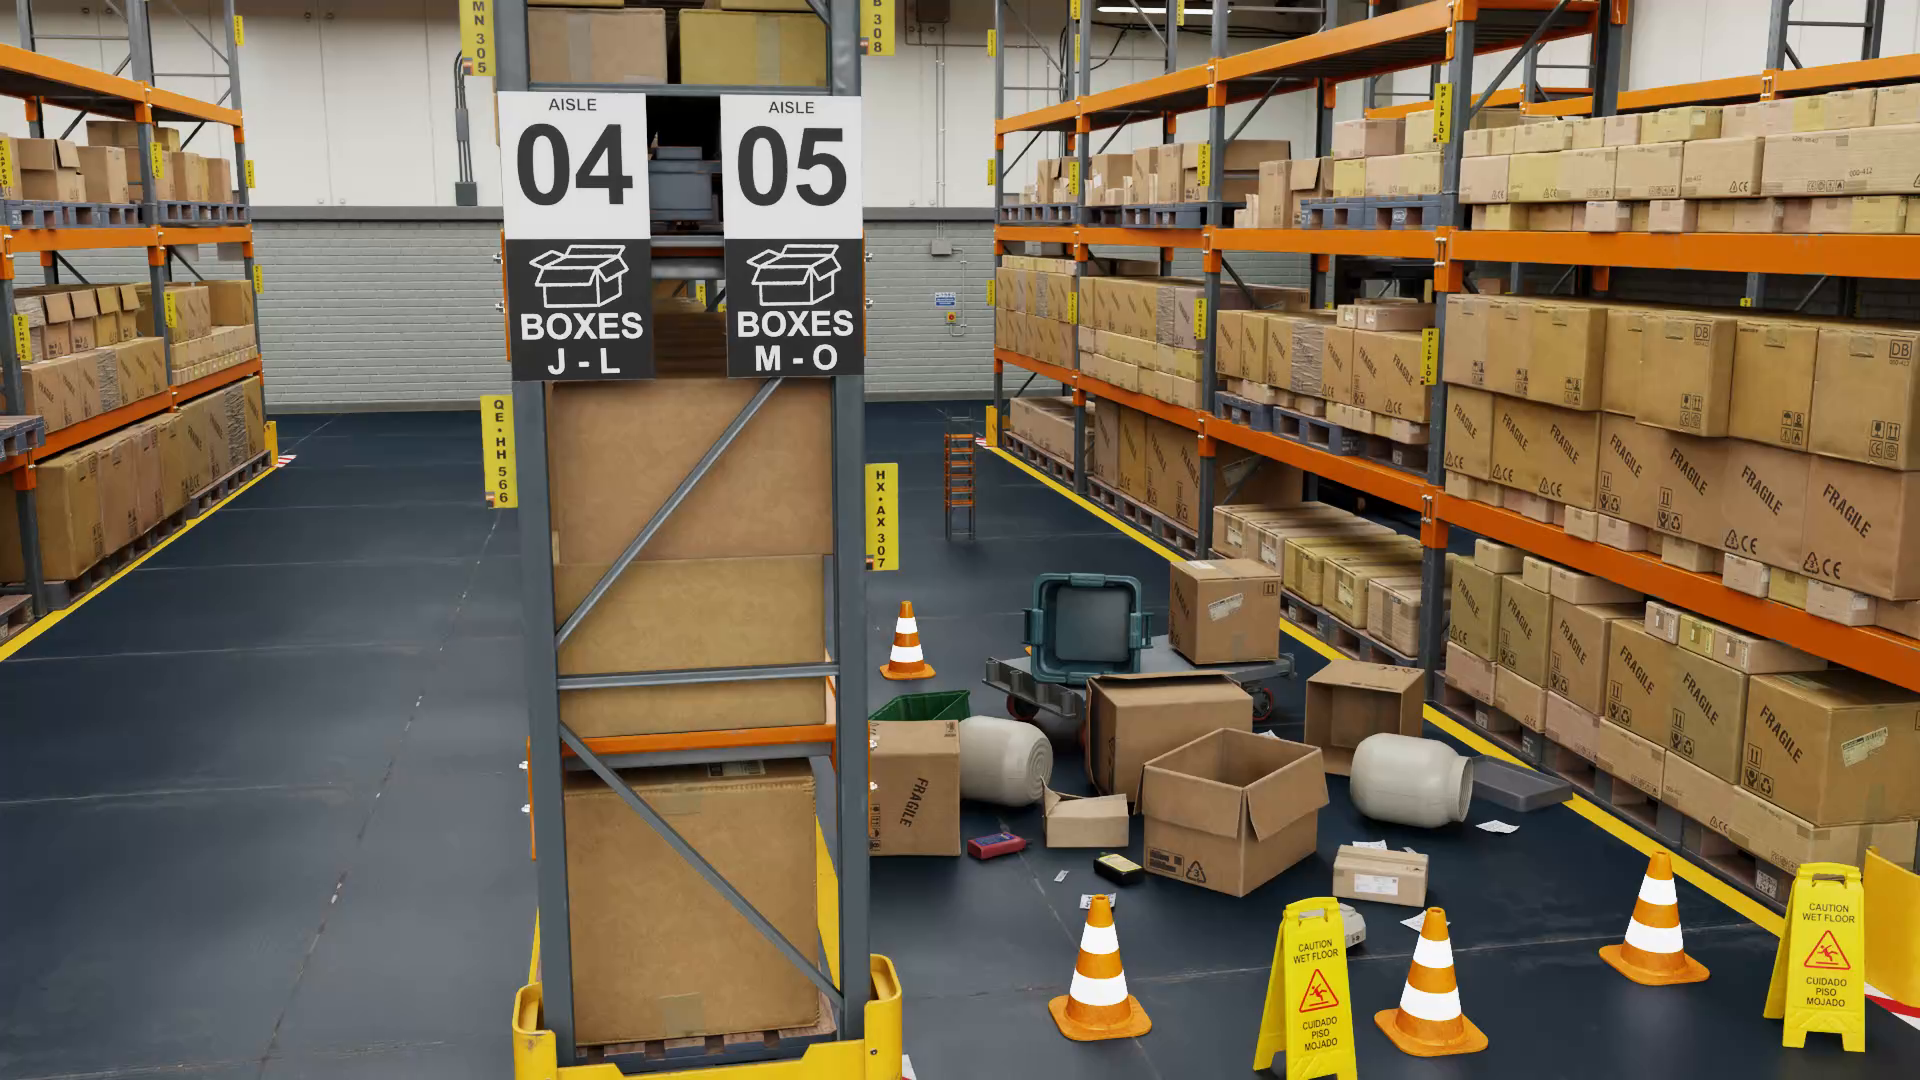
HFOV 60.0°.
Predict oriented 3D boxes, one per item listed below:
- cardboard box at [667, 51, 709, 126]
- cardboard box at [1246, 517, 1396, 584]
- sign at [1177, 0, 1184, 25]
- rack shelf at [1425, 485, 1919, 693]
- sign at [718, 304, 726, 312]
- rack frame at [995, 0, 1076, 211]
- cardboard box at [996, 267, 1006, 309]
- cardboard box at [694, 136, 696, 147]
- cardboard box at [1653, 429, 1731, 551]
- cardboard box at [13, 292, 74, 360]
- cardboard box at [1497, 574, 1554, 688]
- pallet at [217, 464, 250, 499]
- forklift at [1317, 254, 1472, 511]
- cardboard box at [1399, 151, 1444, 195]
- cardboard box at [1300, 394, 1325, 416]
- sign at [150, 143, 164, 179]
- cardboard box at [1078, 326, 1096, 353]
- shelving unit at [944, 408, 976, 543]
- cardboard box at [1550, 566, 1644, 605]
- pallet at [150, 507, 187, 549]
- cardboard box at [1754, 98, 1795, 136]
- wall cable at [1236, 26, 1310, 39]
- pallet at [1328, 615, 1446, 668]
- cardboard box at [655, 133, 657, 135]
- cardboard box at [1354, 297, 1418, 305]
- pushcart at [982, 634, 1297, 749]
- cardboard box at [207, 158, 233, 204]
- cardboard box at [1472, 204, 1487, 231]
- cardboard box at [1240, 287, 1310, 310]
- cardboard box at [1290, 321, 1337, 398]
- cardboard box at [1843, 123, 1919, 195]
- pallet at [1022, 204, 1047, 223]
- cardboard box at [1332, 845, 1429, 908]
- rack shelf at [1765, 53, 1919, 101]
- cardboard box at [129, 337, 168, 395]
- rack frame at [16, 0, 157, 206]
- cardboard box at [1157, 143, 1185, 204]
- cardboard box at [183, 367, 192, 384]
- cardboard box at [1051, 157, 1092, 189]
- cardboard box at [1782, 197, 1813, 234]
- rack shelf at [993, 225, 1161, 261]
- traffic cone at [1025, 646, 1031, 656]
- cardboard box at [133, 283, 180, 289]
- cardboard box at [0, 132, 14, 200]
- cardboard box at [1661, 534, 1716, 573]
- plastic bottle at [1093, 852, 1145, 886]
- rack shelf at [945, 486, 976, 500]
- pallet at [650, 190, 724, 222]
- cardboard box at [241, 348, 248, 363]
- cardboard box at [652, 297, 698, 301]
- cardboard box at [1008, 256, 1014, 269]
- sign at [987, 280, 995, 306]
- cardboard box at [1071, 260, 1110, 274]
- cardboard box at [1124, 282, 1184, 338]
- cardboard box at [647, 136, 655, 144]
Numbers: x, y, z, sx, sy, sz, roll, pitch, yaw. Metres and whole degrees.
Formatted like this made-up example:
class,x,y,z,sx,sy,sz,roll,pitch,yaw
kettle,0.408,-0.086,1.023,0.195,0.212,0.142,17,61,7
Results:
class,x,y,z,sx,sy,sz,roll,pitch,yaw
cardboard box,-0.823,-1.670,6.143,0.500,0.250,0.500,-2,11,-11
cardboard box,2.750,0.072,12.699,0.950,0.372,0.625,-2,11,-12
sign,2.250,-5.452,17.062,0.100,0.325,0.005,-2,11,-11
rack shelf,3.665,0.203,8.034,1.077,0.370,4.000,-2,11,-11
sign,-1.794,-1.642,12.706,0.100,0.325,0.005,-2,11,-11
rack frame,0.942,-5.666,20.896,1.000,3.000,0.127,-2,11,-11
cardboard box,0.756,-3.160,20.838,0.500,0.500,0.500,-2,11,-12
cardboard box,-0.926,-1.636,7.028,0.380,0.149,0.250,-2,11,-12
cardboard box,3.491,-0.253,7.439,0.500,0.500,0.500,-2,11,-11
cardboard box,-7.473,-1.687,13.088,0.797,0.503,0.637,-2,11,-10
cardboard box,3.242,0.474,8.908,0.500,0.500,0.500,-2,11,-9
pallet,-8.313,-0.621,17.896,1.003,0.211,1.213,-2,11,-11
forklift,4.405,-1.799,16.810,1.130,2.935,3.031,-2,11,-12
cardboard box,3.020,-2.226,10.124,0.500,0.250,0.500,-2,11,-12
cardboard box,2.646,-0.970,11.817,0.380,0.149,0.250,-2,11,-9
sign,-7.470,-3.528,15.464,0.100,0.325,0.005,-2,11,-11
cardboard box,1.529,-2.066,17.092,0.500,0.250,0.500,-2,11,-13
shelving unit,0.003,-0.587,15.070,0.258,1.200,0.189,-2,11,-11
cardboard box,3.248,0.226,8.475,0.380,0.149,0.250,-1,11,-8
pallet,-7.777,-0.116,15.241,1.003,0.211,1.213,-2,11,-11
cardboard box,3.579,-1.766,6.967,0.380,0.149,0.250,-2,11,-11
wall cable,5.968,-9.661,27.012,2.988,3.039,0.133,-2,11,-11
pallet,3.123,0.709,10.905,1.003,0.211,1.213,-2,11,-11
cardboard box,-1.725,-2.522,10.745,0.500,0.500,0.500,-2,11,-11
cardboard box,3.093,-1.682,12.089,0.380,0.149,0.250,-3,11,-14
pushcart,1.049,0.863,9.655,1.648,0.377,0.936,-6,13,-31
cardboard box,-8.625,-4.043,18.735,0.700,0.500,0.500,-3,11,-14
cardboard box,3.094,-1.801,9.286,0.380,0.149,0.250,-2,11,-12
cardboard box,2.642,-1.891,14.168,0.500,0.500,0.500,-2,11,-13
cardboard box,2.666,-1.277,11.700,0.500,0.500,0.500,-3,11,-13
cardboard box,3.690,-1.414,6.187,0.500,0.250,0.500,-2,11,-12
pallet,1.337,-3.789,19.294,1.003,0.211,1.213,-2,11,-11
cardboard box,1.818,1.450,7.183,0.380,0.149,0.250,4,11,18
rack shelf,7.755,-3.463,12.317,1.077,0.370,4.000,-2,11,-11
cardboard box,-7.642,-1.598,15.302,0.500,0.500,0.500,-2,11,-11
rack frame,-8.001,-4.572,15.149,1.000,3.000,0.127,-2,11,-11
cardboard box,2.119,-3.155,14.337,0.700,0.500,0.500,-3,11,-14
cardboard box,-7.783,-1.616,16.335,0.380,0.149,0.250,-2,11,-13
cardboard box,1.426,-4.011,18.558,0.797,0.503,0.637,-1,11,-7
cardboard box,3.627,-1.333,6.826,0.380,0.149,0.250,-2,11,-11
rack shelf,1.331,-3.472,19.317,1.077,0.370,4.000,-2,11,-11
traffic cone,0.624,0.535,11.147,0.336,0.463,0.334,-2,11,-11
cardboard box,-8.746,-2.515,17.986,0.500,0.500,0.500,-2,11,-13
cardboard box,-7.412,-2.731,12.100,0.797,0.503,0.637,-1,11,-8
cardboard box,3.454,0.046,7.602,0.380,0.149,0.250,-2,11,-12
plastic bottle,0.687,1.454,7.394,0.133,0.061,0.283,-6,13,-31
rack shelf,0.003,-0.425,15.101,0.258,0.103,0.180,-2,11,-11
pallet,-1.411,-1.599,7.788,1.003,0.211,1.213,-2,11,-11
cardboard box,-8.286,-2.088,18.814,0.380,0.149,0.250,-2,11,-11
cardboard box,-2.260,-1.510,12.168,0.700,0.500,0.500,-2,11,-11
cardboard box,0.798,-3.405,20.388,0.380,0.149,0.250,-2,11,-9
sign,0.397,-3.164,21.269,0.100,0.325,0.005,-2,11,-11
cardboard box,1.403,-2.941,17.950,0.380,0.149,0.250,-2,11,-10
cardboard box,1.852,-2.155,15.556,0.500,0.500,0.500,-2,11,-12
cardboard box,-1.640,-1.928,7.498,0.500,0.250,0.500,-2,11,-11
